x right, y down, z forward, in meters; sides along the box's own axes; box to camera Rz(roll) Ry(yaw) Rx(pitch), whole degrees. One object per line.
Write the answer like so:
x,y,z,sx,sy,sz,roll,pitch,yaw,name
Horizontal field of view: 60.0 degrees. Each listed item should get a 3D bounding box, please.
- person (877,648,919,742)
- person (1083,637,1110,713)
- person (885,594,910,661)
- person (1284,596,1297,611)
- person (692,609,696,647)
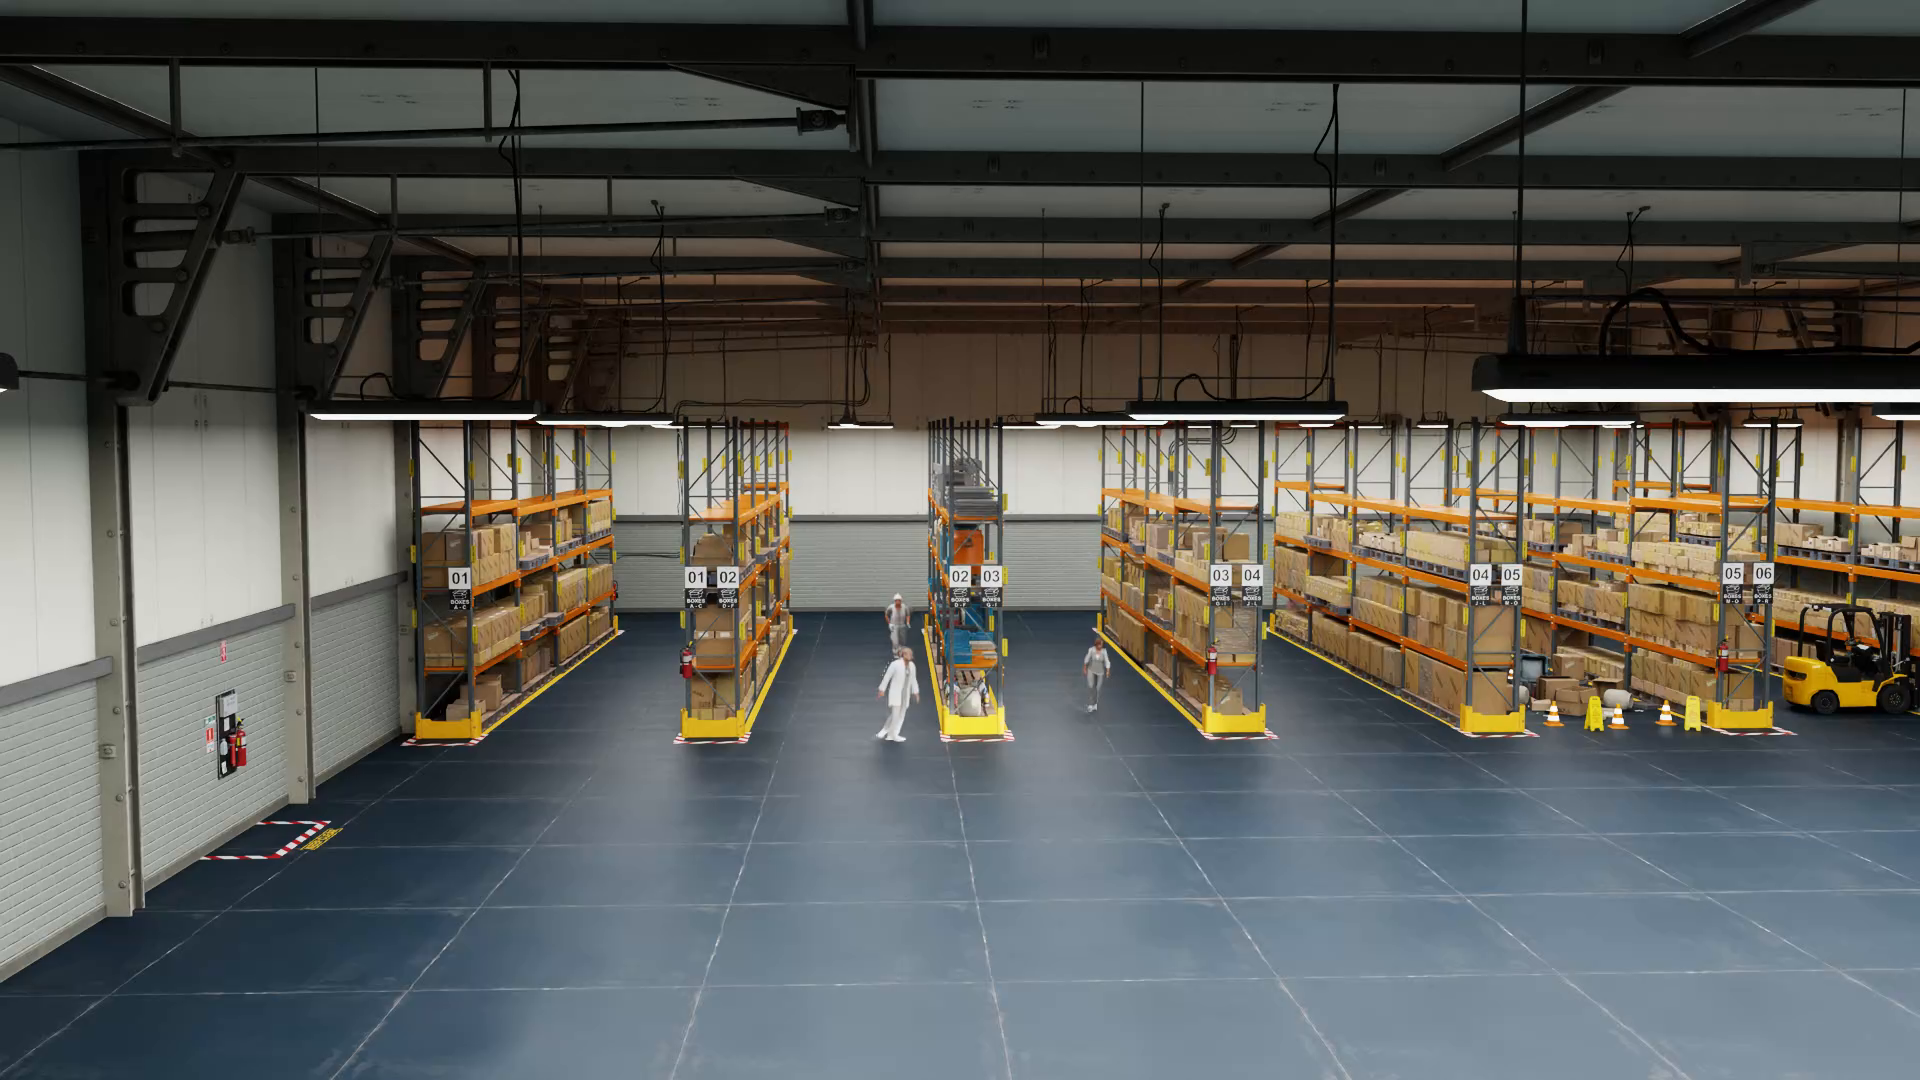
-1.145,2.855,30.715,0.743,1.754,0.565,-3,5,-40,person
2.795,2.736,34.050,0.524,1.535,0.740,0,4,-5,person
-1.557,2.175,41.456,0.656,1.698,0.860,-1,4,-18,person
9.774,1.728,48.925,0.511,1.608,0.606,-2,4,-24,person
-6.941,2.026,44.347,0.493,1.670,0.789,0,4,-4,person
